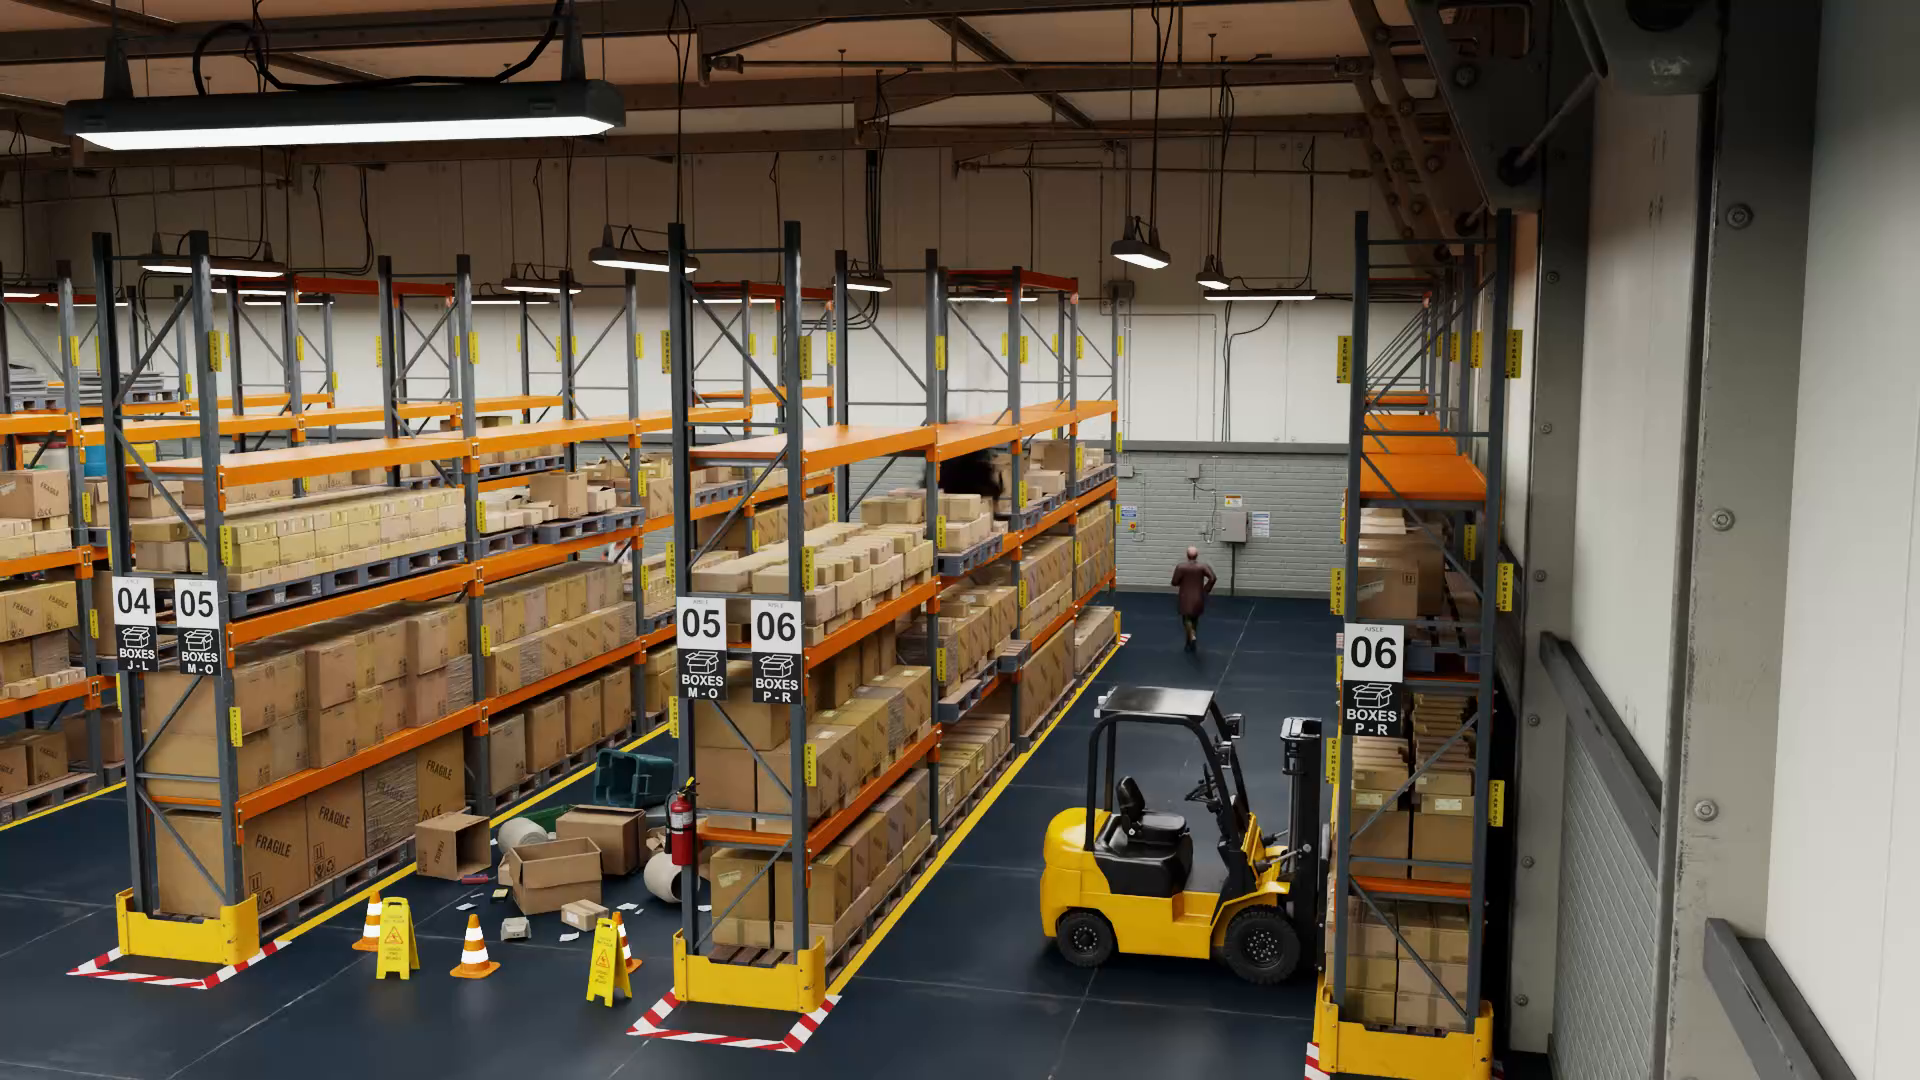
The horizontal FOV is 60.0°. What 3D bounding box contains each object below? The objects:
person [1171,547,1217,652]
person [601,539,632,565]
[{"bbox_3d":[3.775,0.994,27.023,0.706,1.786,1.019,0,7,-4],"label":"person"},{"bbox_3d":[-6.037,0.694,29.384,0.686,1.772,1.031,0,7,-4],"label":"person"}]
